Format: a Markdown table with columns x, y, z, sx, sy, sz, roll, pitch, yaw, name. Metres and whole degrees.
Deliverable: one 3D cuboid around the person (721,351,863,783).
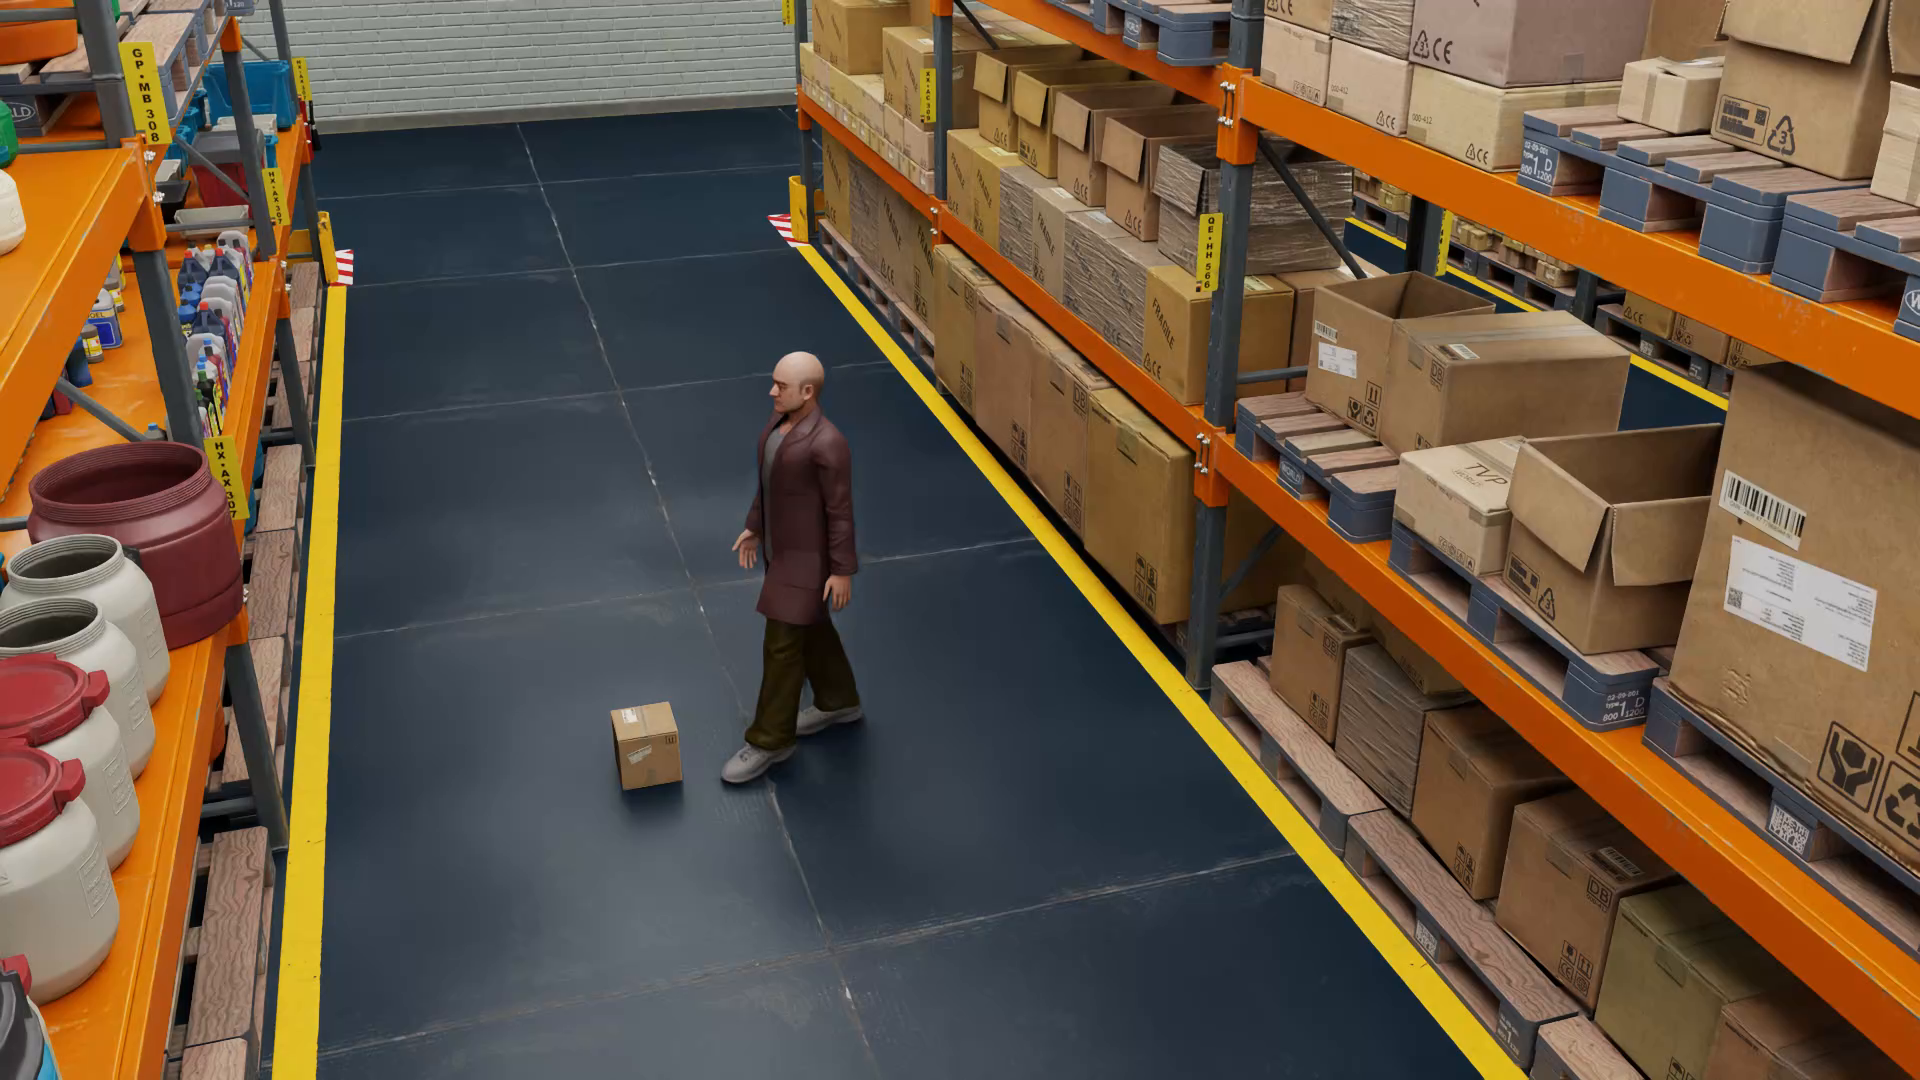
| x | y | z | sx | sy | sz | roll | pitch | yaw | name |
| --- | --- | --- | --- | --- | --- | --- | --- | --- | --- |
| -0.765 | 0.165 | 6.985 | 0.742 | 1.576 | 0.614 | -12 | 28 | -23 | person |
